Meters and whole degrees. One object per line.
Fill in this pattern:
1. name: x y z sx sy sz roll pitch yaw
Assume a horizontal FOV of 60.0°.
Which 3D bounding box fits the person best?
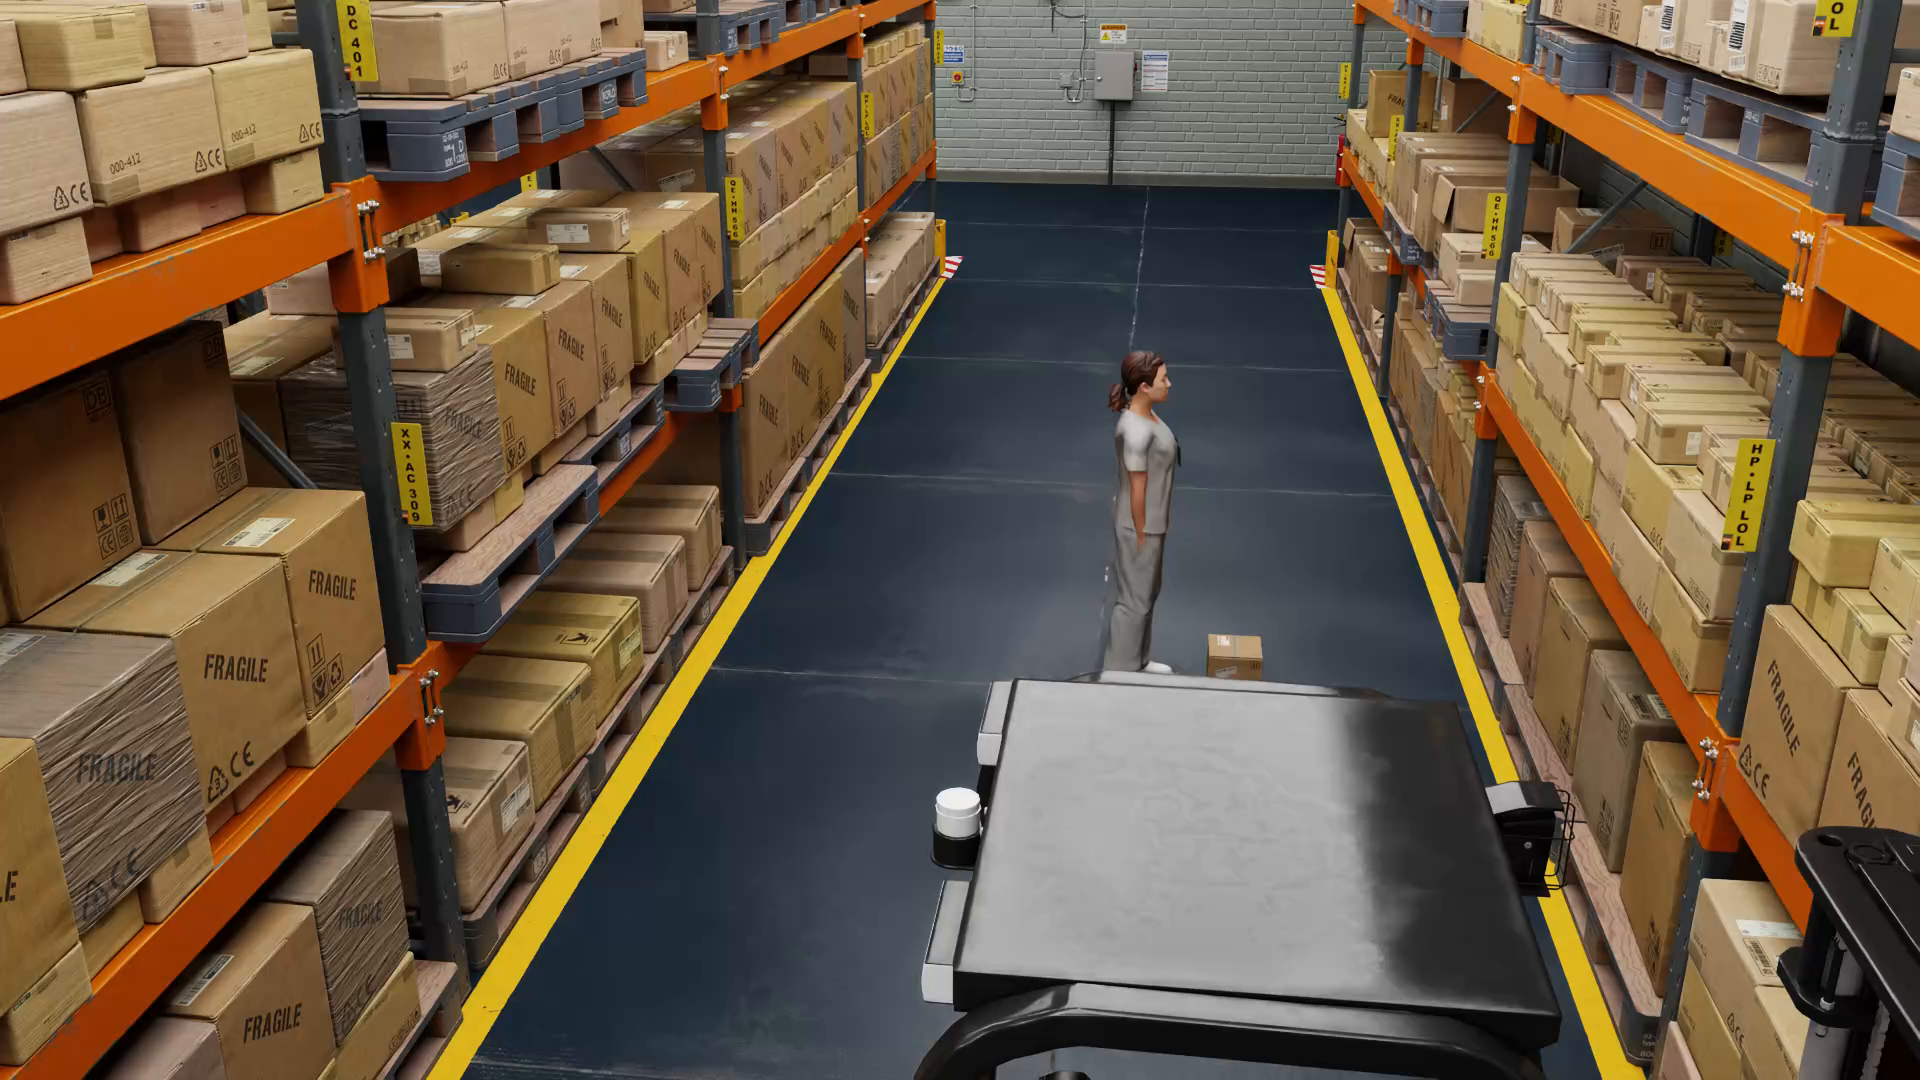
1. person: 0.842 -0.059 7.778 0.362 1.688 0.443 3 21 8
